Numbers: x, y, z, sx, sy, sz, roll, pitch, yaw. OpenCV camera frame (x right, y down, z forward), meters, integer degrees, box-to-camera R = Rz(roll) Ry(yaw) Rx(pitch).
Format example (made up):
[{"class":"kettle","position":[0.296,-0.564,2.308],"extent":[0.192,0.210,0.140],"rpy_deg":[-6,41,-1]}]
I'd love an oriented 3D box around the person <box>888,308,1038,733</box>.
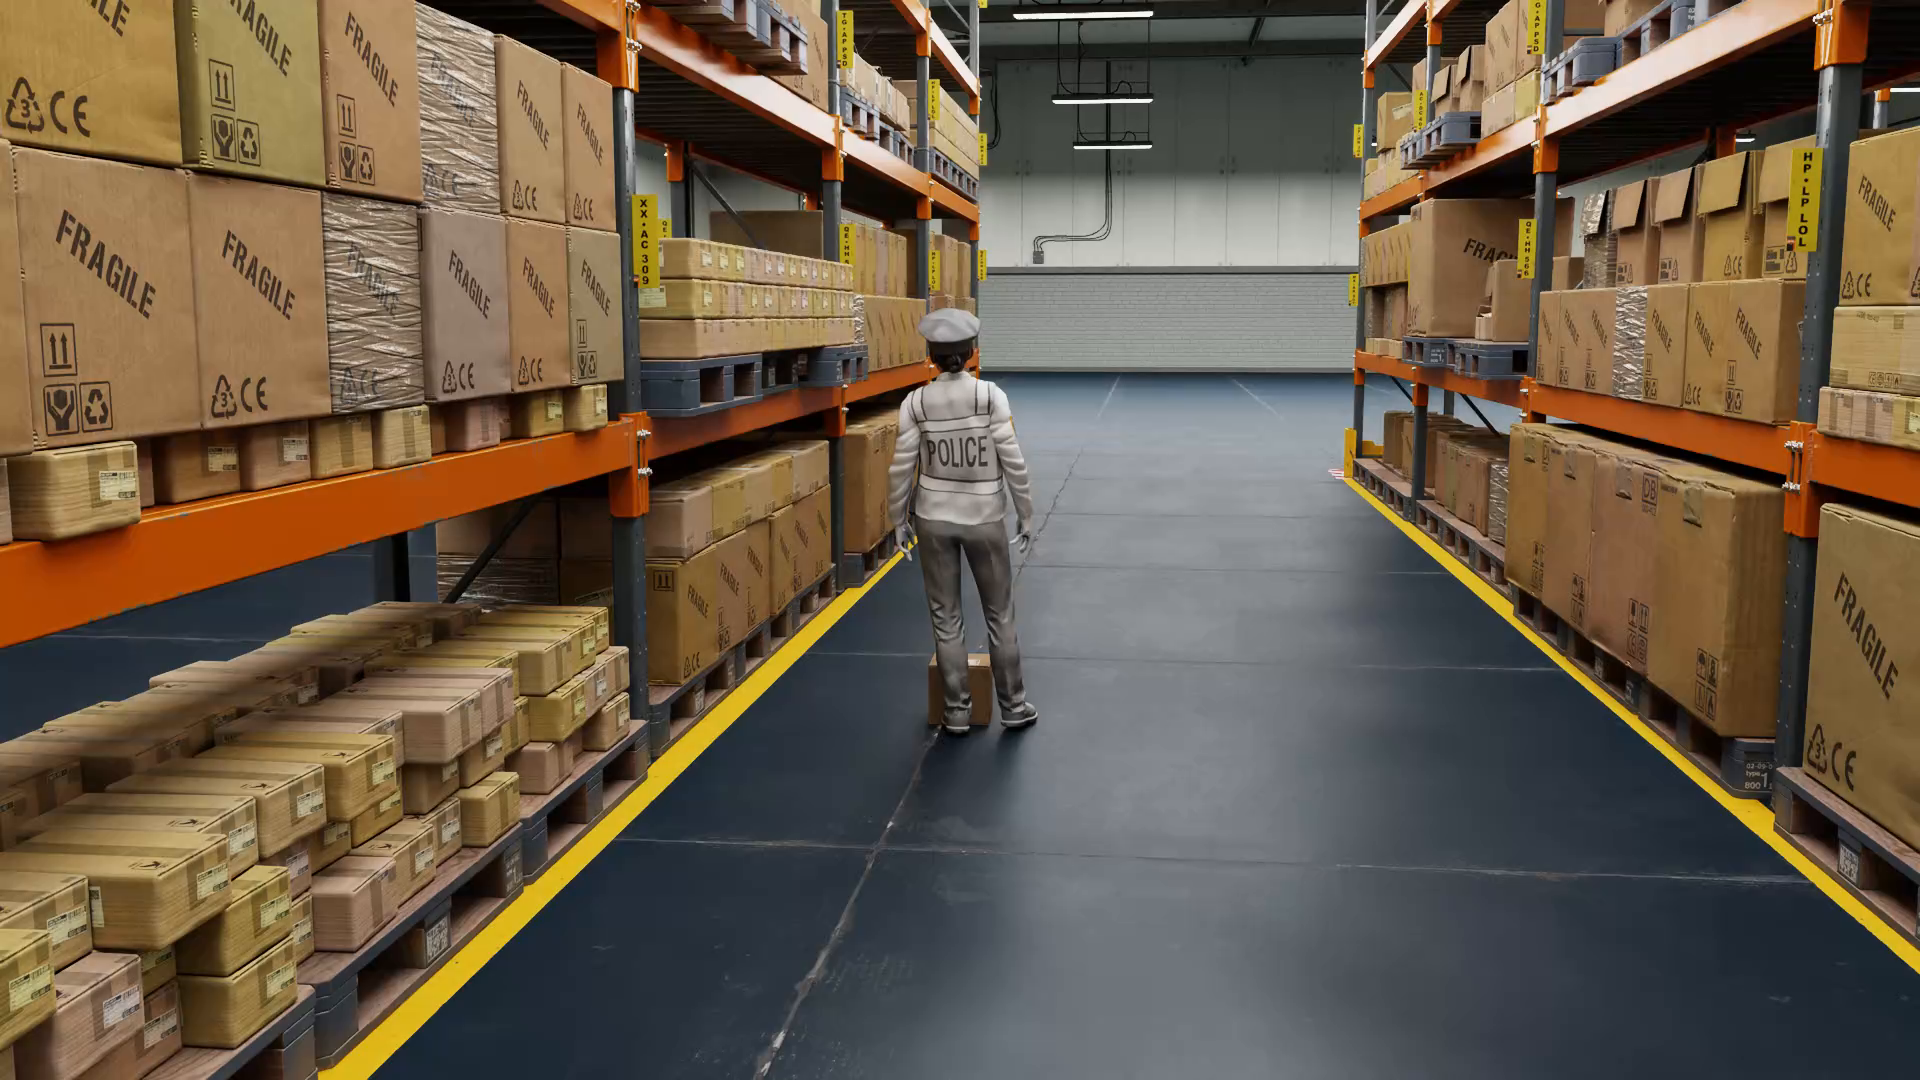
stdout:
[{"class":"person","position":[0.012,-0.074,6.652],"extent":[0.587,1.694,0.530],"rpy_deg":[1,8,6]}]
